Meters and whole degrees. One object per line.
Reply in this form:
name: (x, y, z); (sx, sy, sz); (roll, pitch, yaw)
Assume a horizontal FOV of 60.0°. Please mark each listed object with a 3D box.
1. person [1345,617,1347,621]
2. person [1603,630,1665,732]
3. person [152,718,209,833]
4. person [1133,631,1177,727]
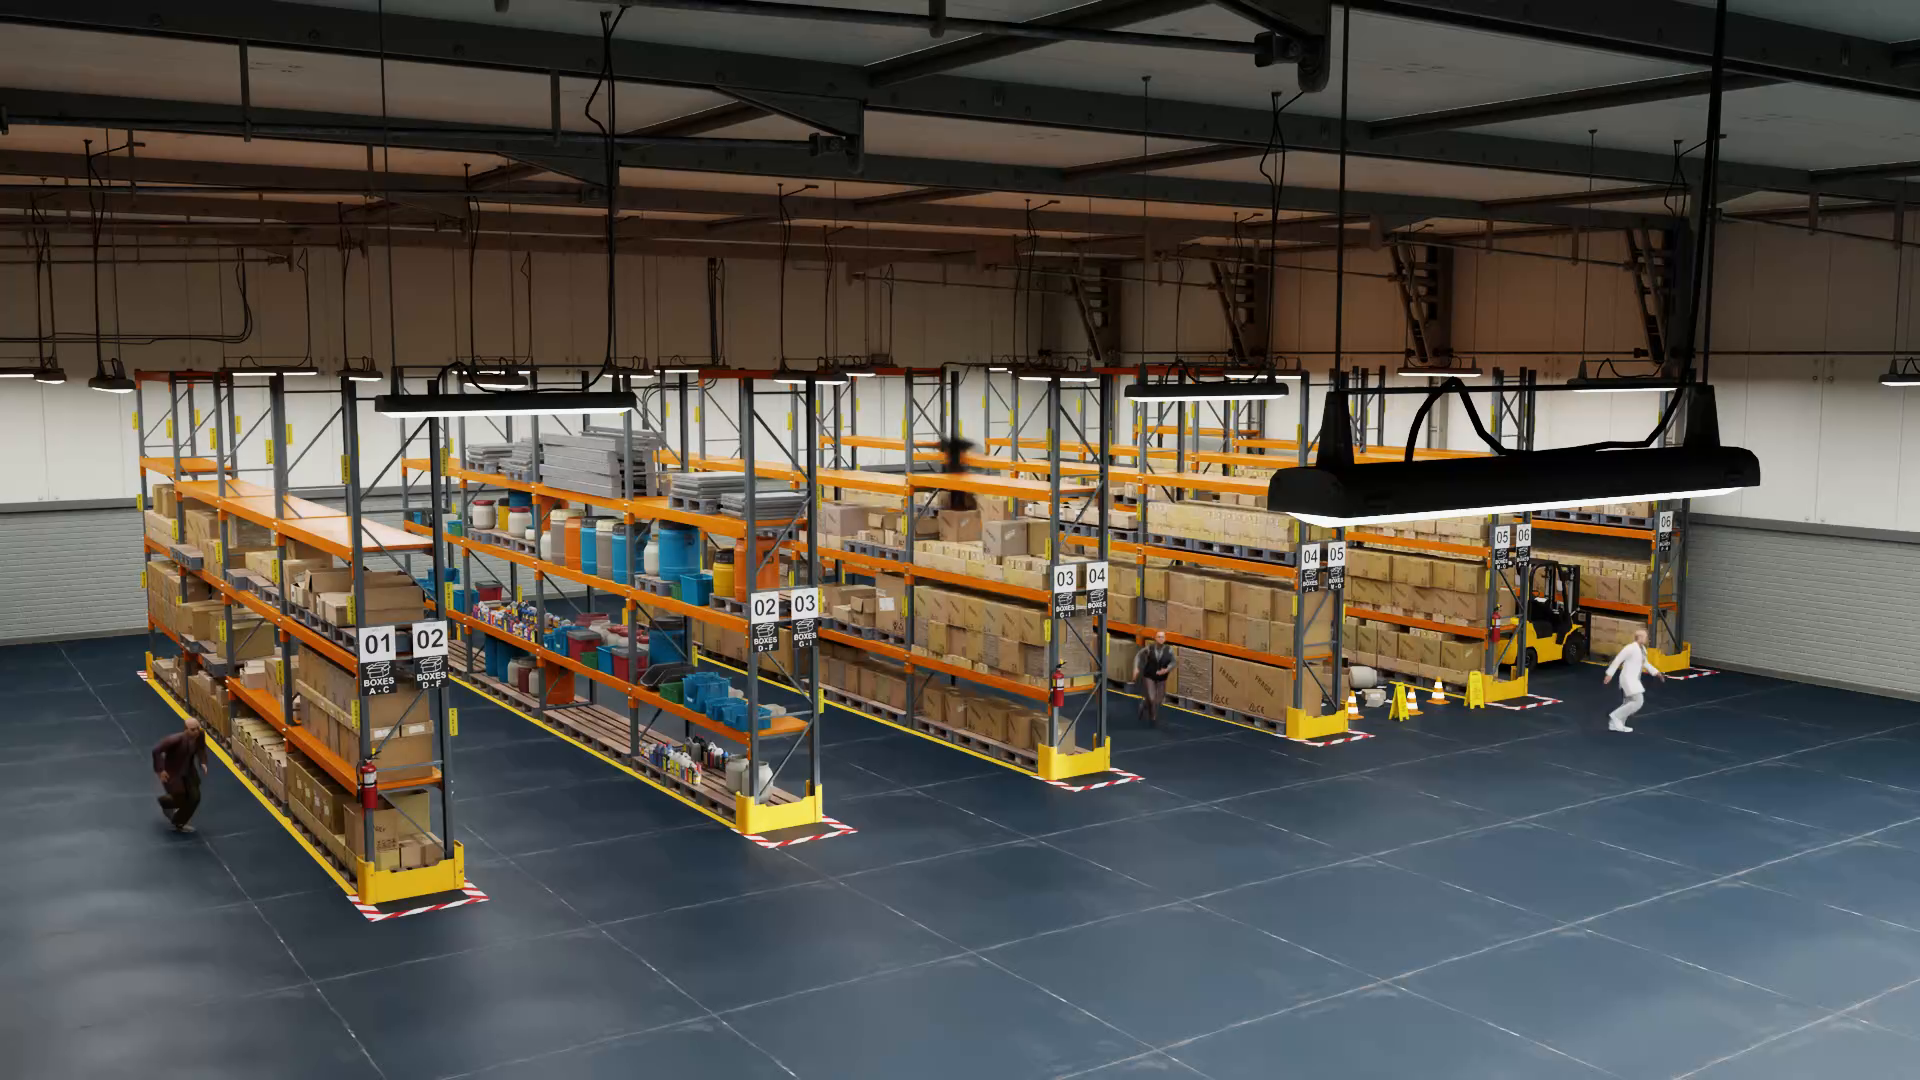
person: (8.573, 1.307, 37.856); (0.731, 1.562, 0.576); (4, 8, 35)
person: (11.225, 2.356, 27.652); (0.851, 1.723, 0.683); (5, 8, 38)
person: (-10.327, 3.085, 21.911); (0.958, 1.587, 0.730); (4, 8, 33)
person: (3.285, 2.354, 28.305); (0.756, 1.652, 0.610); (-1, 7, -12)
